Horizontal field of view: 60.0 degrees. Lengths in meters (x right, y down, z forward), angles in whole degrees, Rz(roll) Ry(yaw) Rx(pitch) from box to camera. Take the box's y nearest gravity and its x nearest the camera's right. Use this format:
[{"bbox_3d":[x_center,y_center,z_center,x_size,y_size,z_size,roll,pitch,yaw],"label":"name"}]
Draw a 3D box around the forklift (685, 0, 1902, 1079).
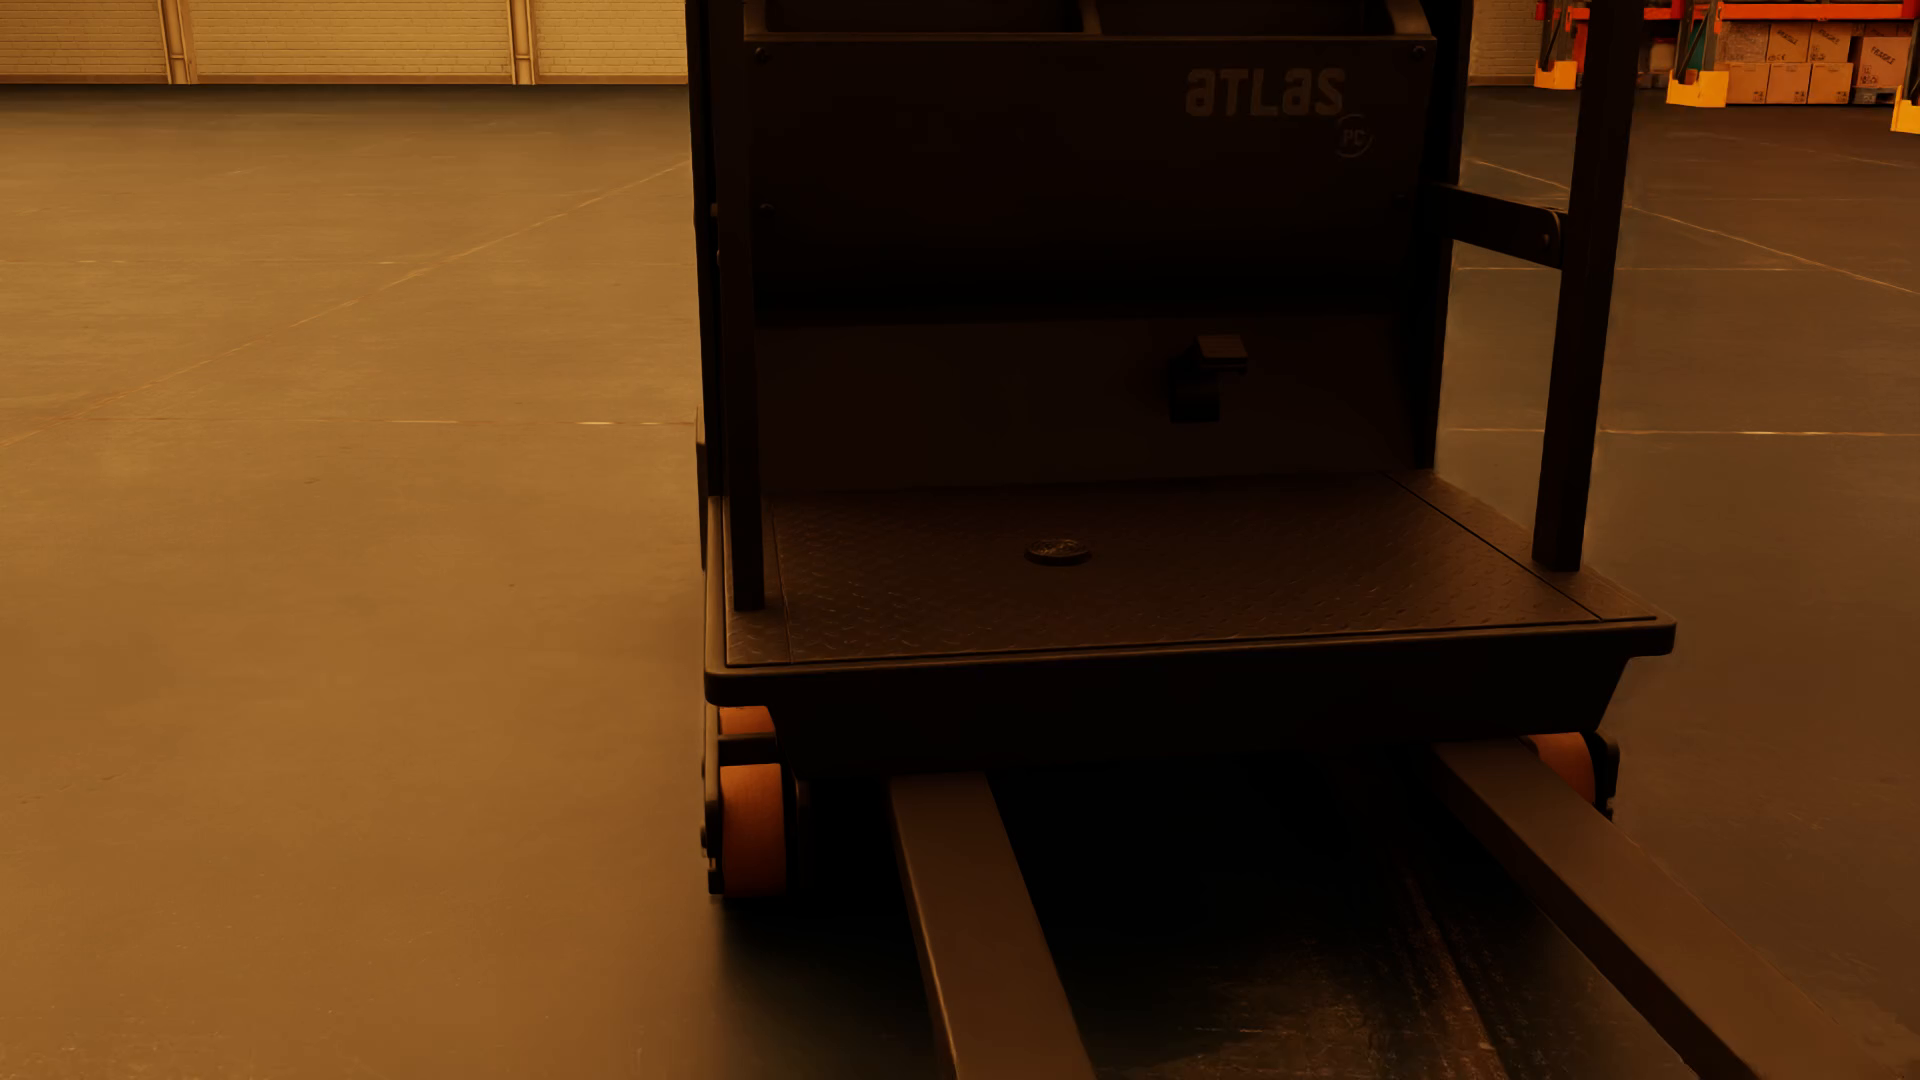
[{"bbox_3d":[0.207,-1.081,1.909,1.130,2.935,3.031,-2,17,-8],"label":"forklift"}]
